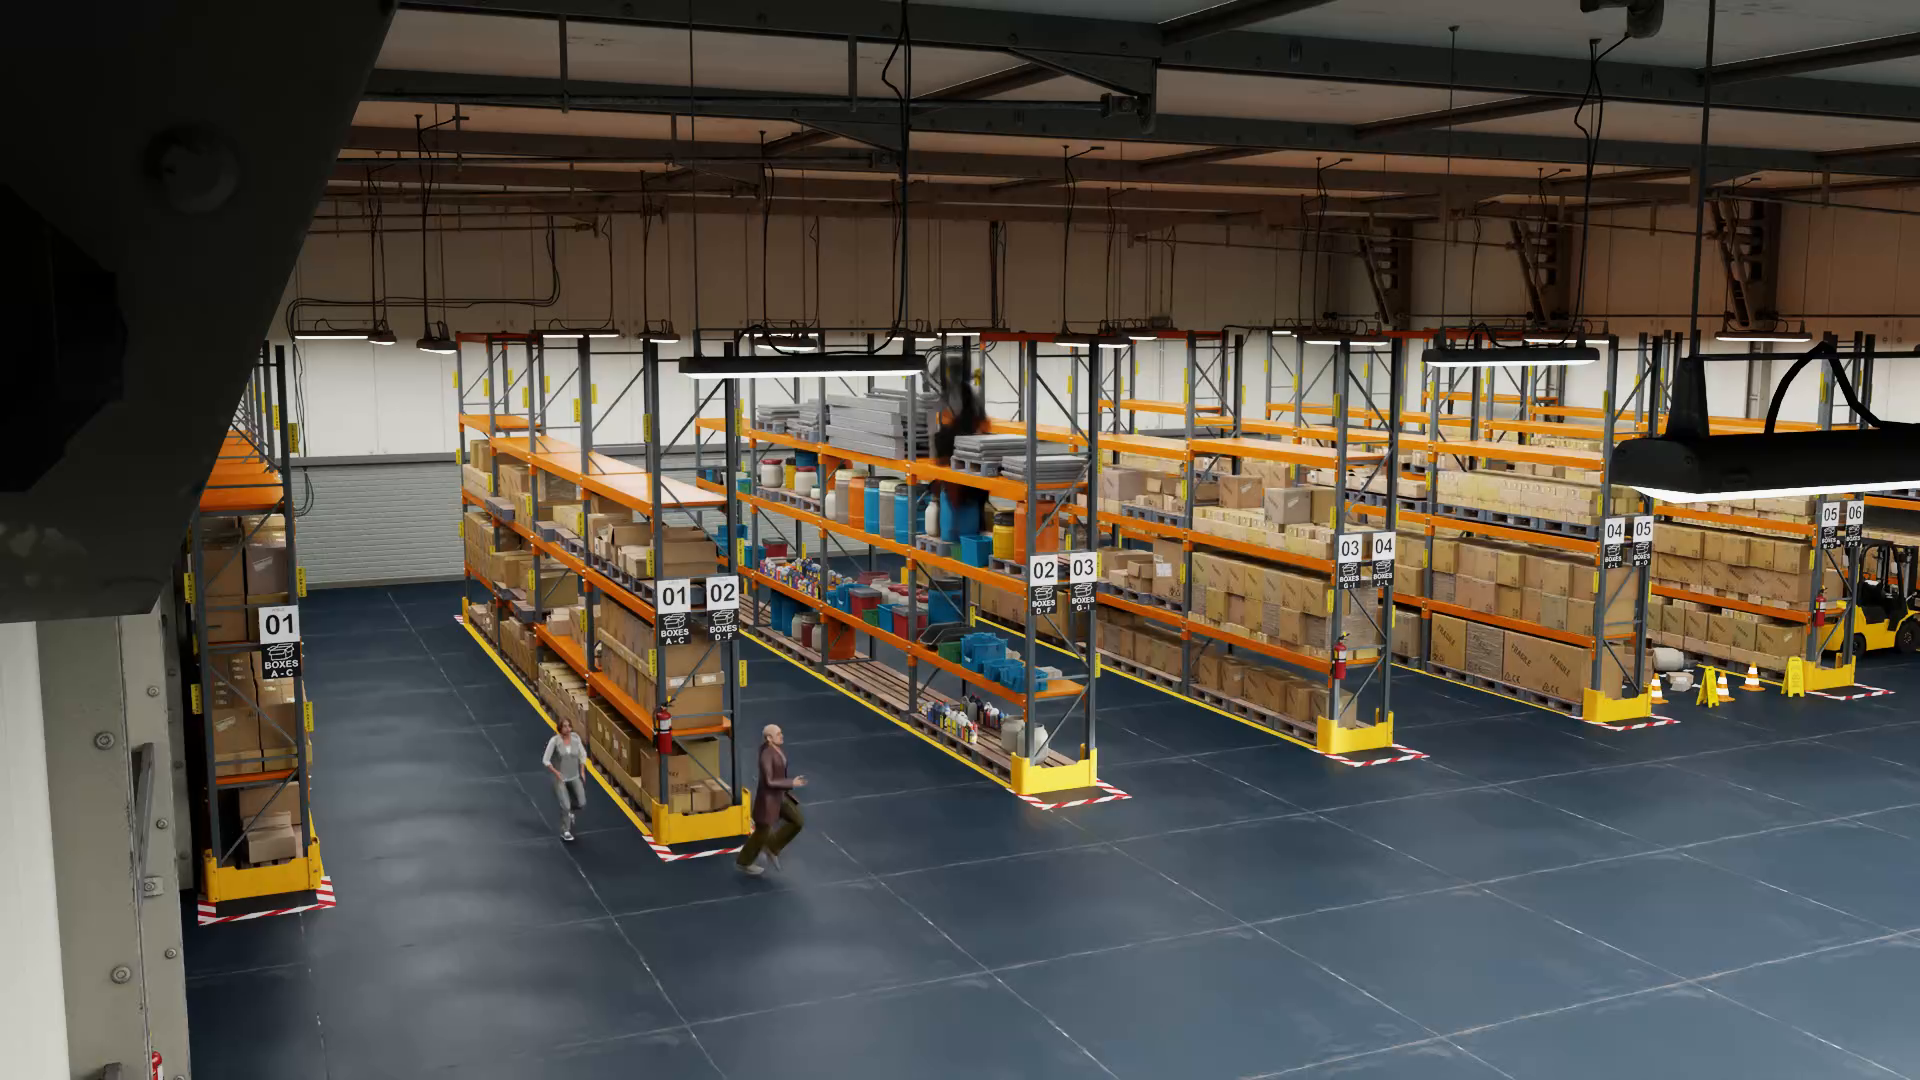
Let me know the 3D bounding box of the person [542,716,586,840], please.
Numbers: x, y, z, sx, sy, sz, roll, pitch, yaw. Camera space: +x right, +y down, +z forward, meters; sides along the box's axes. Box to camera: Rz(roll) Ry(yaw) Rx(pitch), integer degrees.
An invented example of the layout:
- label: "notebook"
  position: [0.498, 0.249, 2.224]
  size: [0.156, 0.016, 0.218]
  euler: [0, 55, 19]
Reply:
- label: "person"
  position: [-4.752, 2.876, 20.070]
  size: [0.550, 1.535, 0.548]
  euler: [-5, 9, -31]

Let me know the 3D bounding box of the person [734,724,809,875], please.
- label: "person"
  position: [-2.115, 3.021, 18.850]
  size: [0.897, 1.538, 0.730]
  euler: [2, 8, 14]
